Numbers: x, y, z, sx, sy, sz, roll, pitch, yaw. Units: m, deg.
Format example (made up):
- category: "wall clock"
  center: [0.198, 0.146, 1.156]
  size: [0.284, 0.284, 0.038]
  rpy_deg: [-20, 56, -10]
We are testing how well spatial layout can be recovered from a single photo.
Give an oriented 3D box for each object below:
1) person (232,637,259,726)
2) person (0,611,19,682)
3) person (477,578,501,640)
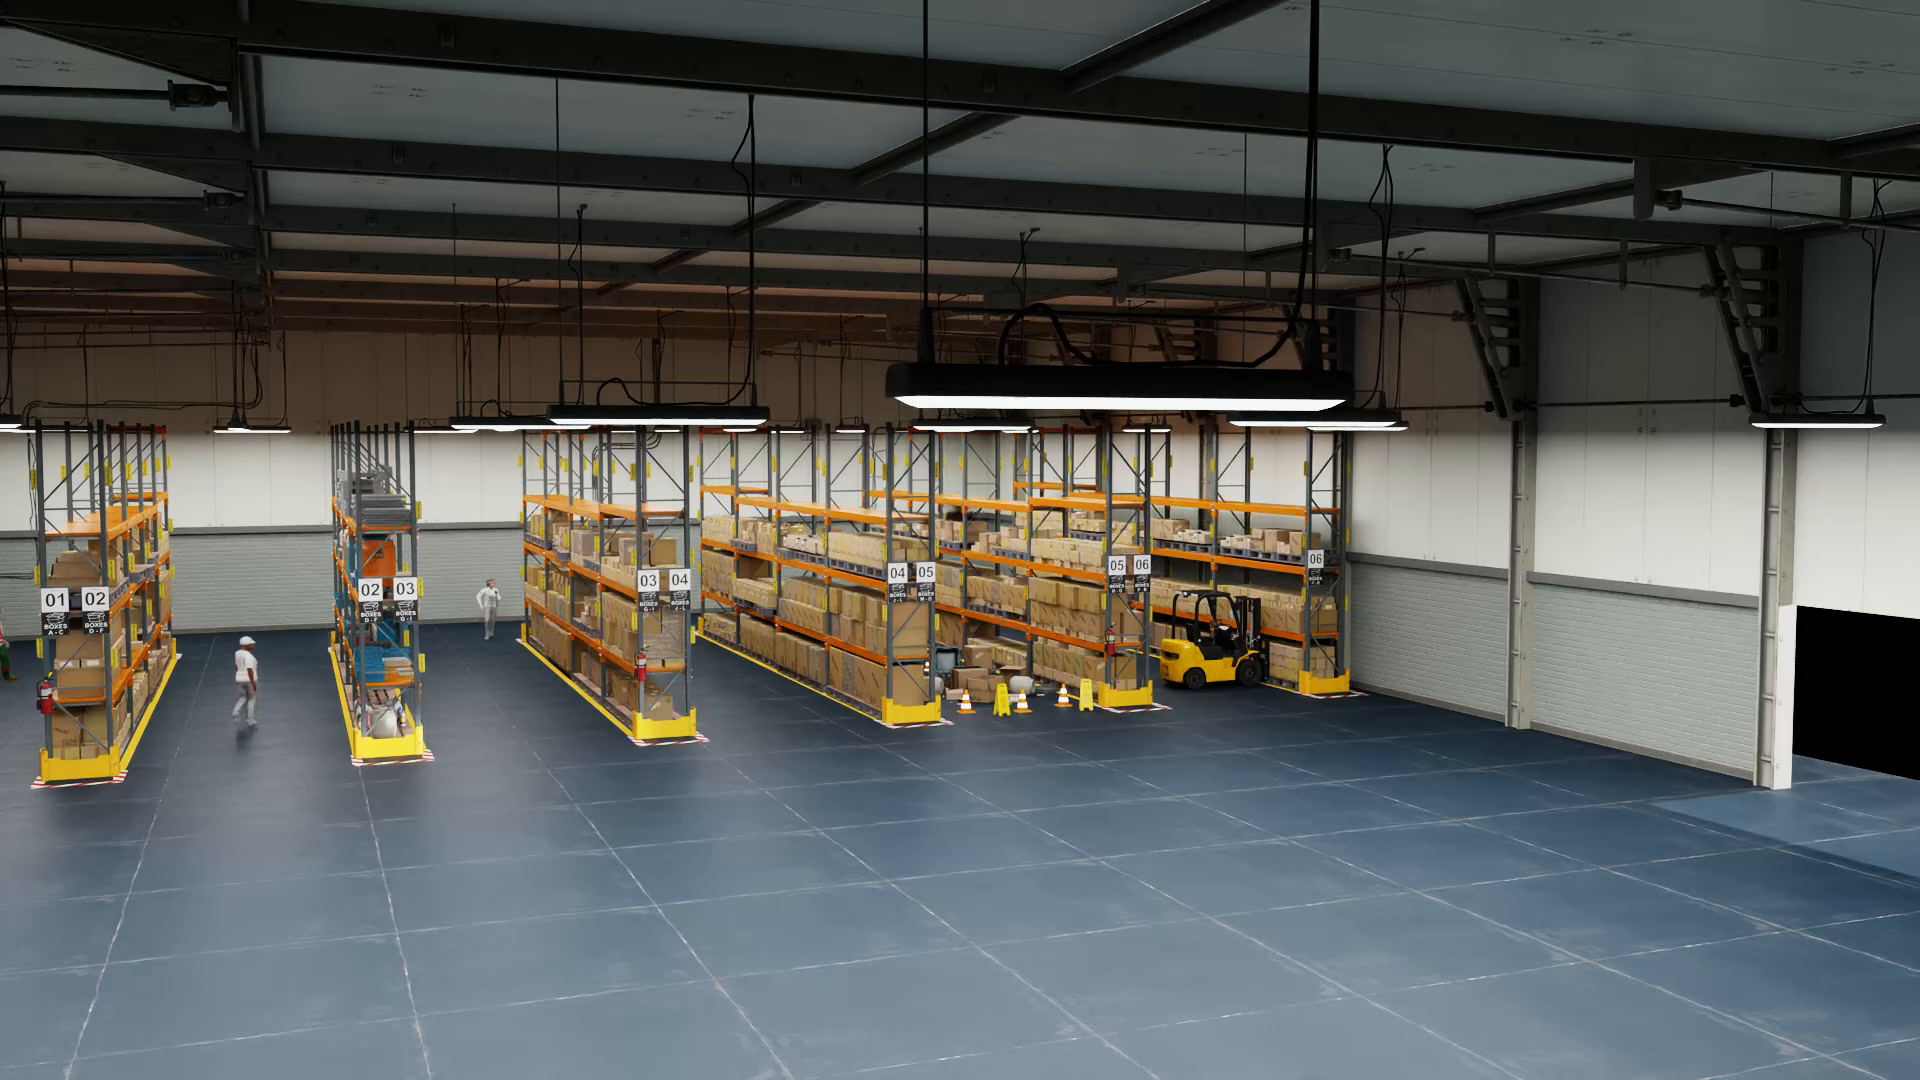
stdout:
- category: "person"
  center: [-14.096, 2.782, 32.760]
  size: [0.541, 1.759, 0.603]
  rpy_deg: [1, 4, 13]
- category: "person"
  center: [-22.397, 2.443, 38.579]
  size: [0.953, 1.772, 0.488]
  rpy_deg: [-3, 5, -44]
- category: "person"
  center: [-13.333, 1.952, 47.106]
  size: [0.664, 1.742, 0.784]
  rpy_deg: [-2, 4, -25]
